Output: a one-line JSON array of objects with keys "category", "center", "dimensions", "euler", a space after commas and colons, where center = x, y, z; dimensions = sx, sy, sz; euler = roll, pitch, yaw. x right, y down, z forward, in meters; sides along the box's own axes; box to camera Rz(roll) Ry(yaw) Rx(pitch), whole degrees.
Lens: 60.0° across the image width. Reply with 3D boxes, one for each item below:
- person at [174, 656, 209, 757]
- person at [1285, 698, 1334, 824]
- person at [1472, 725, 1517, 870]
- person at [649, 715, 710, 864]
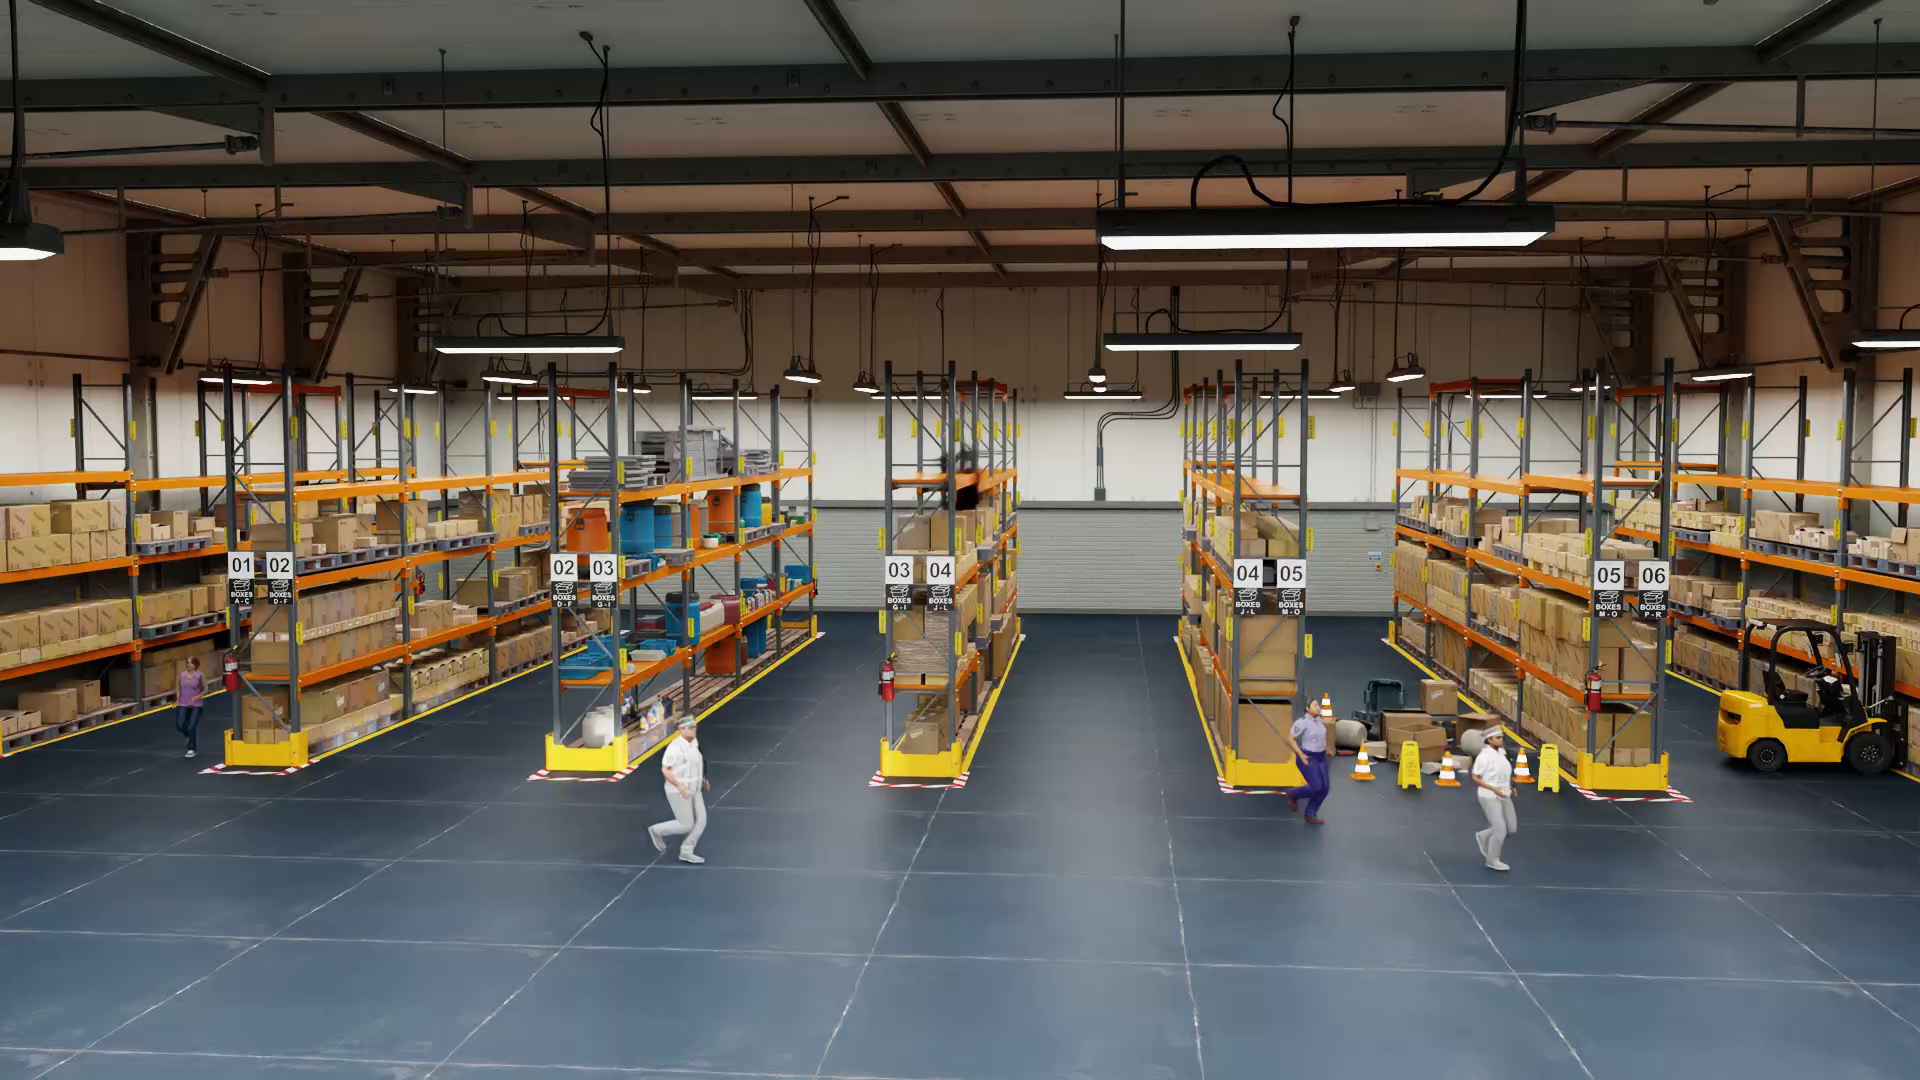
[{"category": "person", "center": [-11.803, 2.553, 25.511], "dimensions": [0.508, 1.548, 0.512], "euler": [0, 4, -5]}, {"category": "person", "center": [4.482, 2.813, 21.271], "dimensions": [0.614, 1.604, 0.551], "euler": [-3, 5, -42]}, {"category": "person", "center": [6.100, 2.925, 19.018], "dimensions": [0.573, 1.650, 0.584], "euler": [-3, 5, -35]}, {"category": "person", "center": [-3.259, 2.875, 19.307], "dimensions": [0.652, 1.733, 0.650], "euler": [2, 4, 25]}]
